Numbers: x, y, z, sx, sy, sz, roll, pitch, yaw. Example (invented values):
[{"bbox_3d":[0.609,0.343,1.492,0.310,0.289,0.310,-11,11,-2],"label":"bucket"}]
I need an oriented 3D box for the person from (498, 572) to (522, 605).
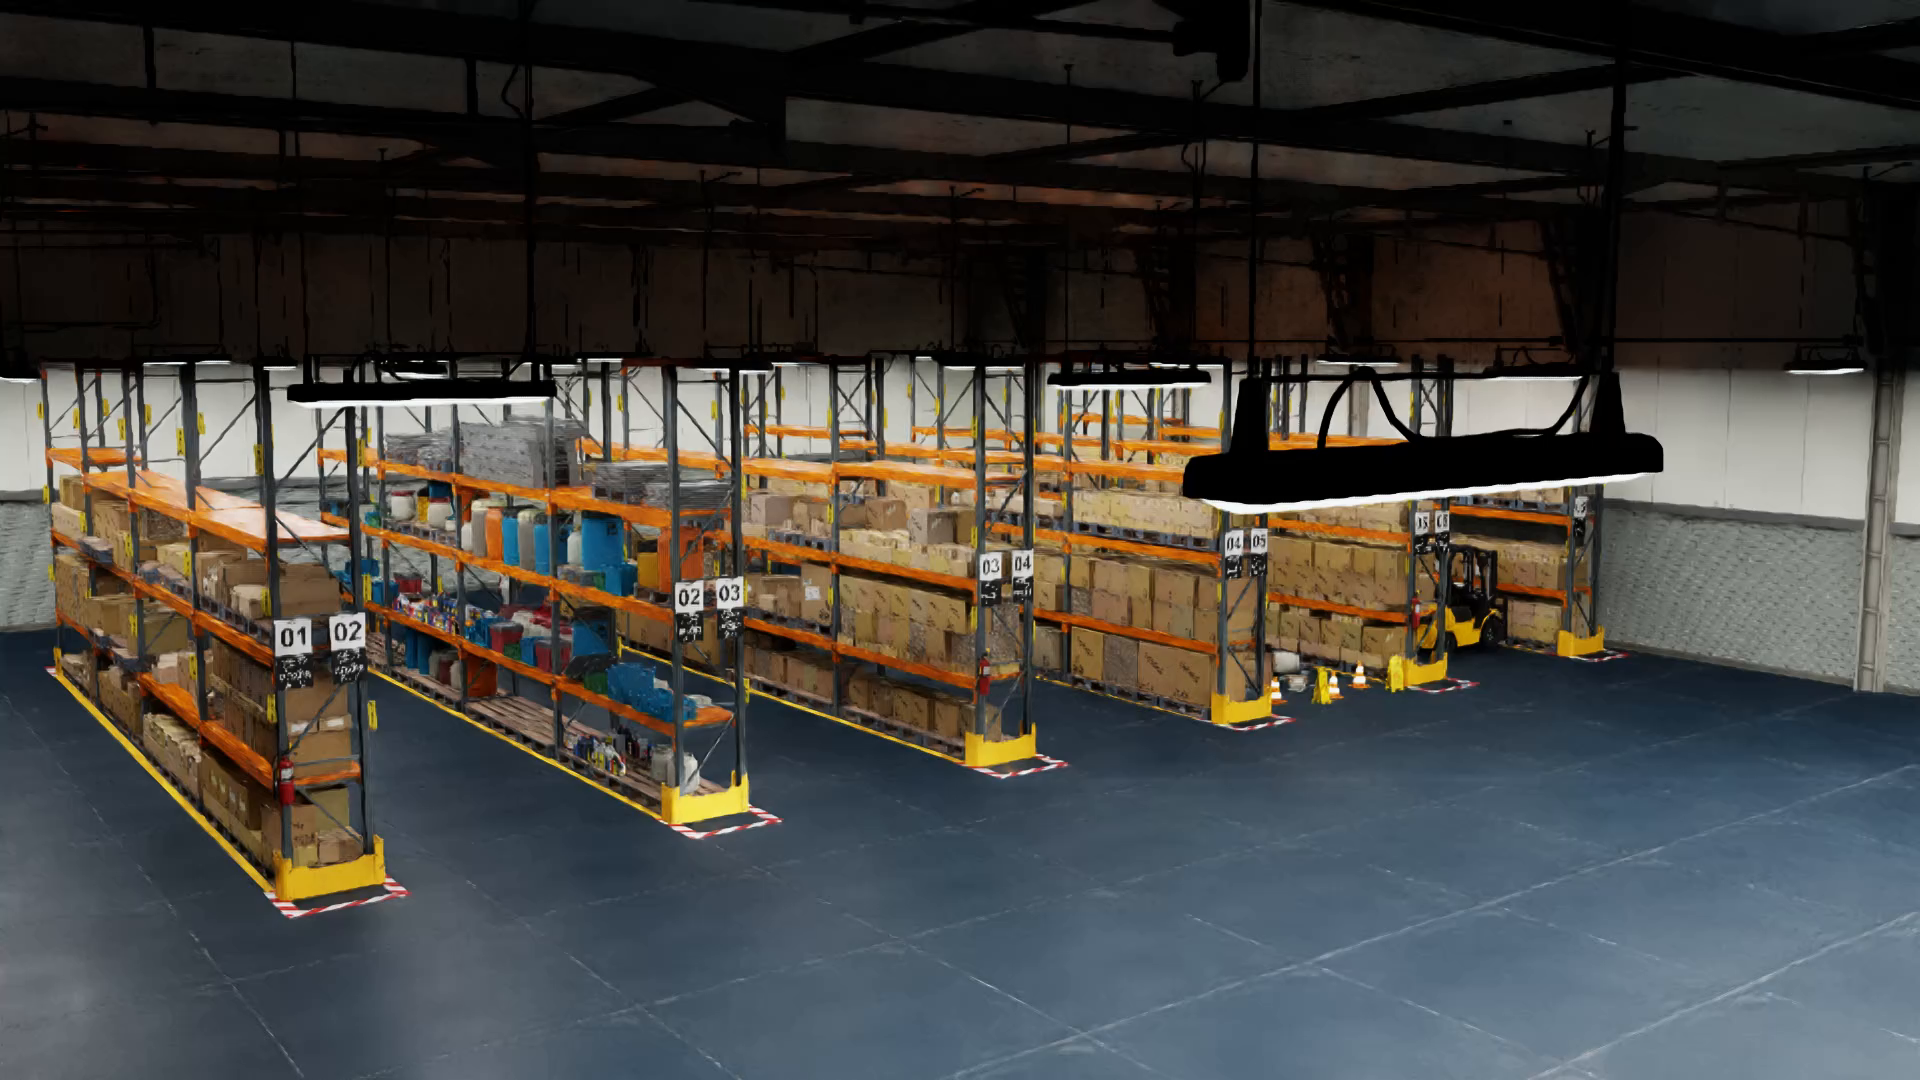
[{"bbox_3d":[-10.118,1.046,37.354,0.494,1.615,1.054,-3,8,-24],"label":"person"}]

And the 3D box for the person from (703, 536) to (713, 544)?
[{"bbox_3d":[-6.720,0.181,43.815,0.745,1.771,0.533,2,7,19],"label":"person"}]

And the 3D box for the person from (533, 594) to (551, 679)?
[{"bbox_3d":[-7.638,1.804,30.758,0.547,1.640,1.116,-5,9,-38],"label":"person"}]
